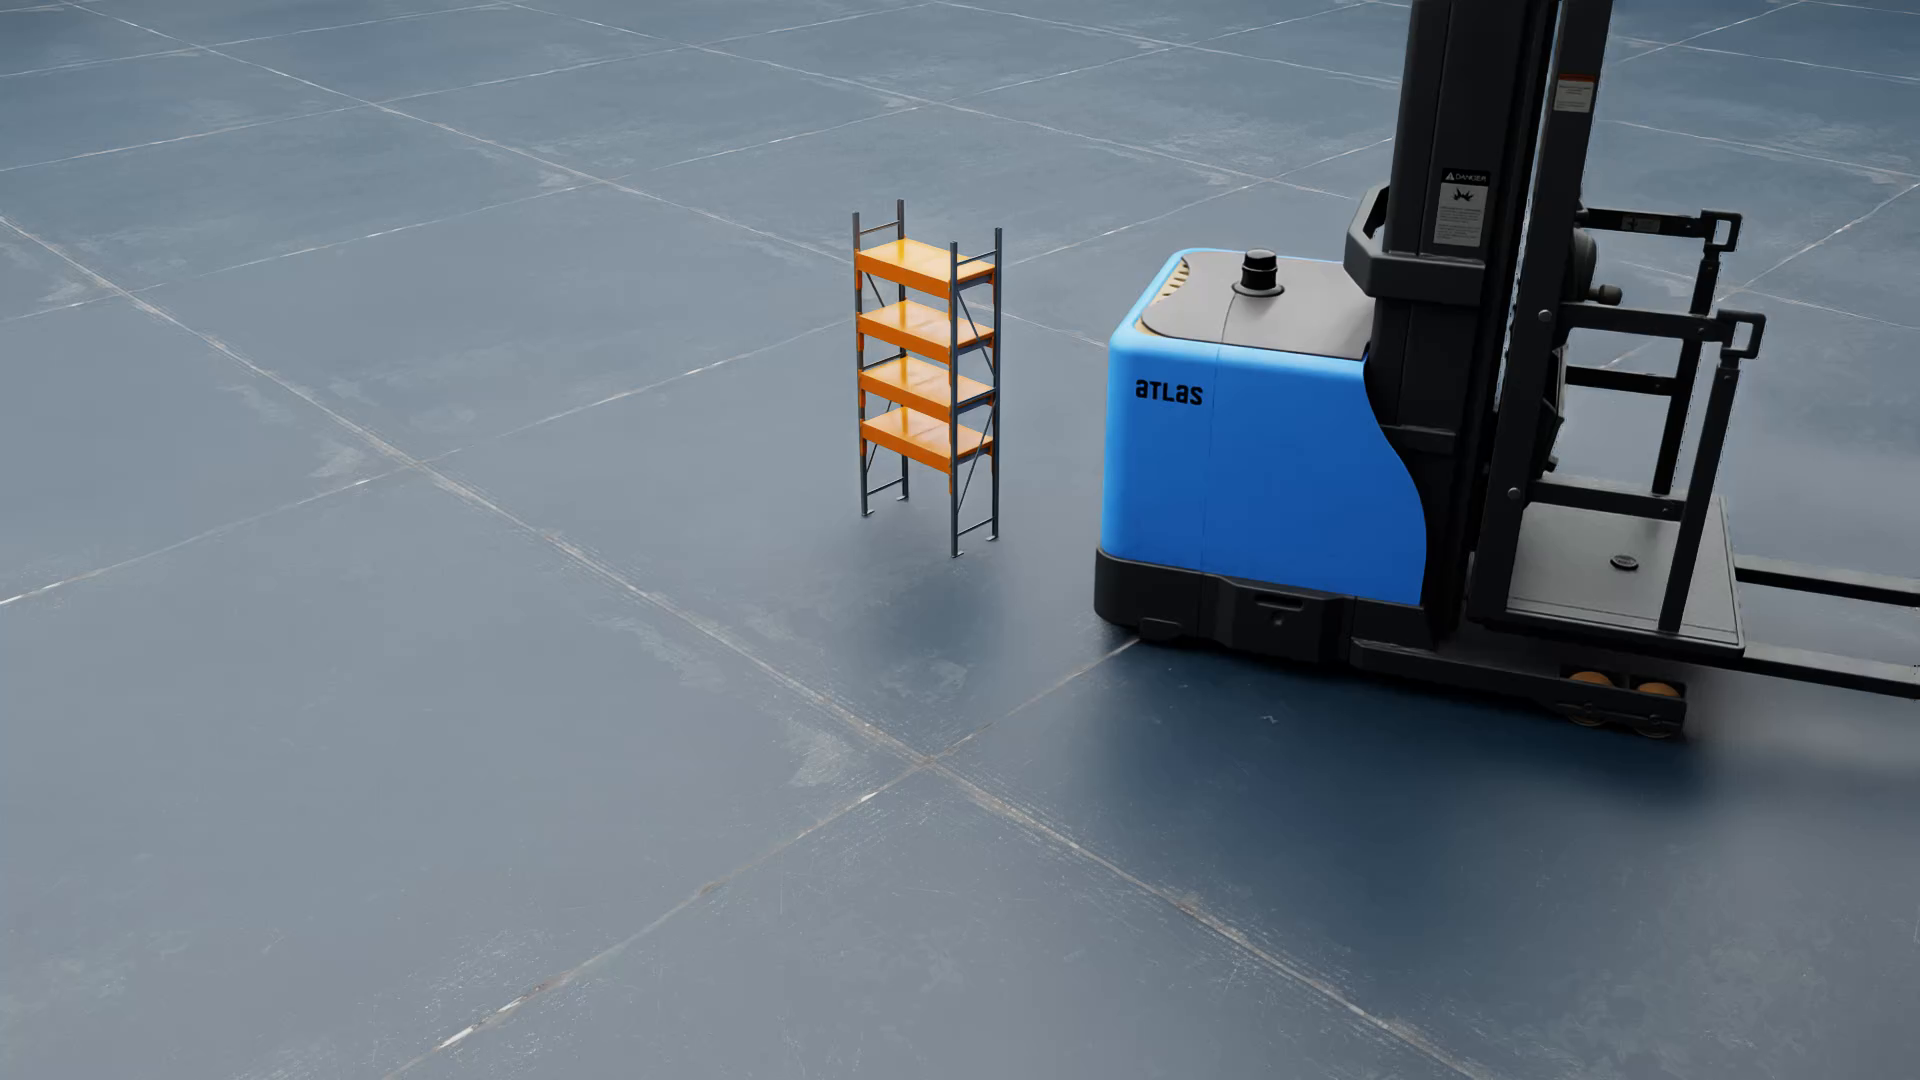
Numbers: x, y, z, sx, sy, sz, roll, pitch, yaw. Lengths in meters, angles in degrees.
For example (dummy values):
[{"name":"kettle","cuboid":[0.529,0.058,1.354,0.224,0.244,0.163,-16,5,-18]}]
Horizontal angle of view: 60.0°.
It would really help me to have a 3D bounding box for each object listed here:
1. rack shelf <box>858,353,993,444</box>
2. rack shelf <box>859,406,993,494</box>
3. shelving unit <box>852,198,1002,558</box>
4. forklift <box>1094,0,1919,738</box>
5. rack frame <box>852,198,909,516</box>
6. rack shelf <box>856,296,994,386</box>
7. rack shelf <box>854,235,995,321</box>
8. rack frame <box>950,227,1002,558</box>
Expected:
[{"name":"rack shelf","cuboid":[-0.118,-0.526,6.105,0.480,0.148,0.258,25,36,38]},{"name":"rack shelf","cuboid":[-0.118,-0.350,6.197,0.480,0.148,0.258,25,36,38]},{"name":"shelving unit","cuboid":[-0.118,-0.585,6.073,0.503,1.200,0.258,25,36,38]},{"name":"forklift","cuboid":[2.028,-0.970,4.945,3.031,2.935,1.130,9,29,17]},{"name":"rack frame","cuboid":[-0.292,-0.665,6.225,0.015,1.200,0.240,25,36,38]},{"name":"rack shelf","cuboid":[-0.118,-0.724,6.001,0.480,0.148,0.258,25,36,38]},{"name":"rack shelf","cuboid":[-0.118,-0.933,5.891,0.480,0.148,0.258,25,36,38]},{"name":"rack frame","cuboid":[0.056,-0.505,5.922,0.015,1.200,0.240,25,36,38]}]
